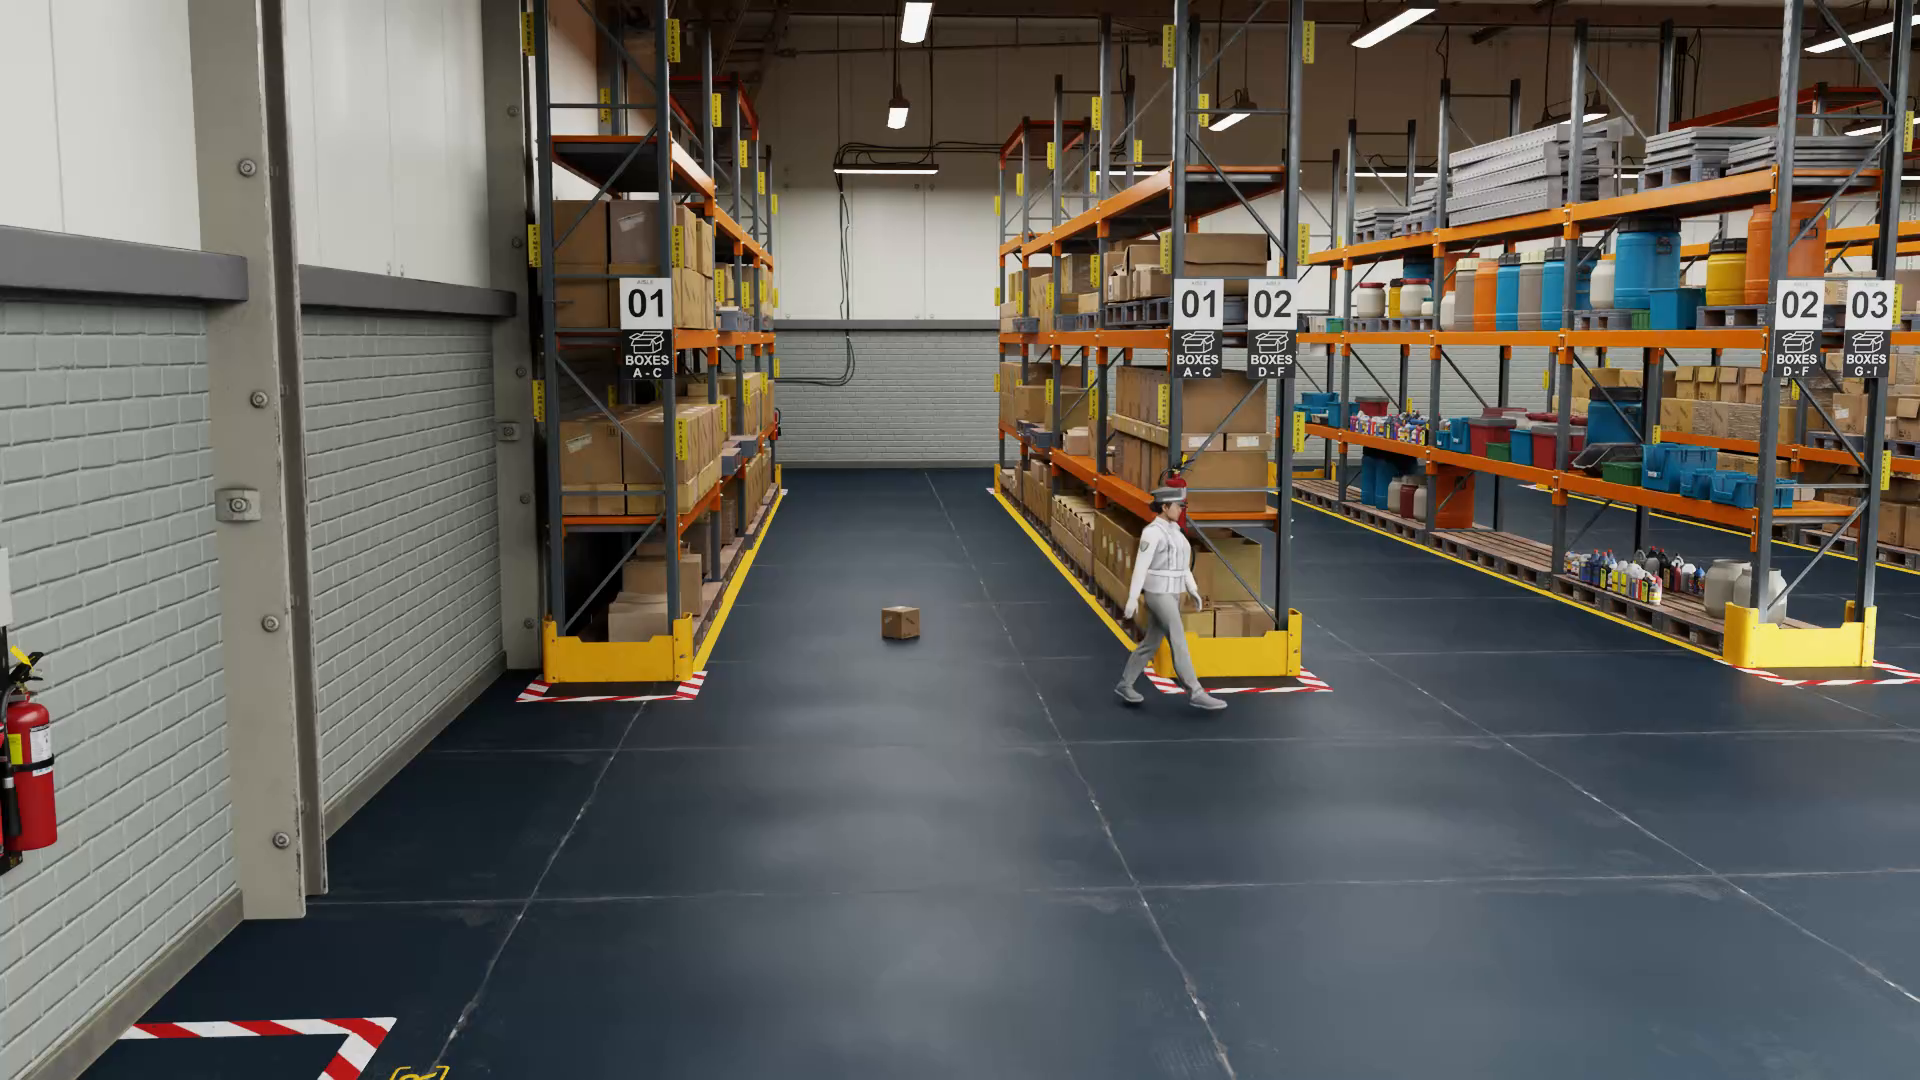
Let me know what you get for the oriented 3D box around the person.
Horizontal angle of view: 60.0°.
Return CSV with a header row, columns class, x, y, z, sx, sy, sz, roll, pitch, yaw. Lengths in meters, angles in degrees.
class,x,y,z,sx,sy,sz,roll,pitch,yaw
person,1.570,0.417,12.255,0.919,1.615,0.556,4,8,30
